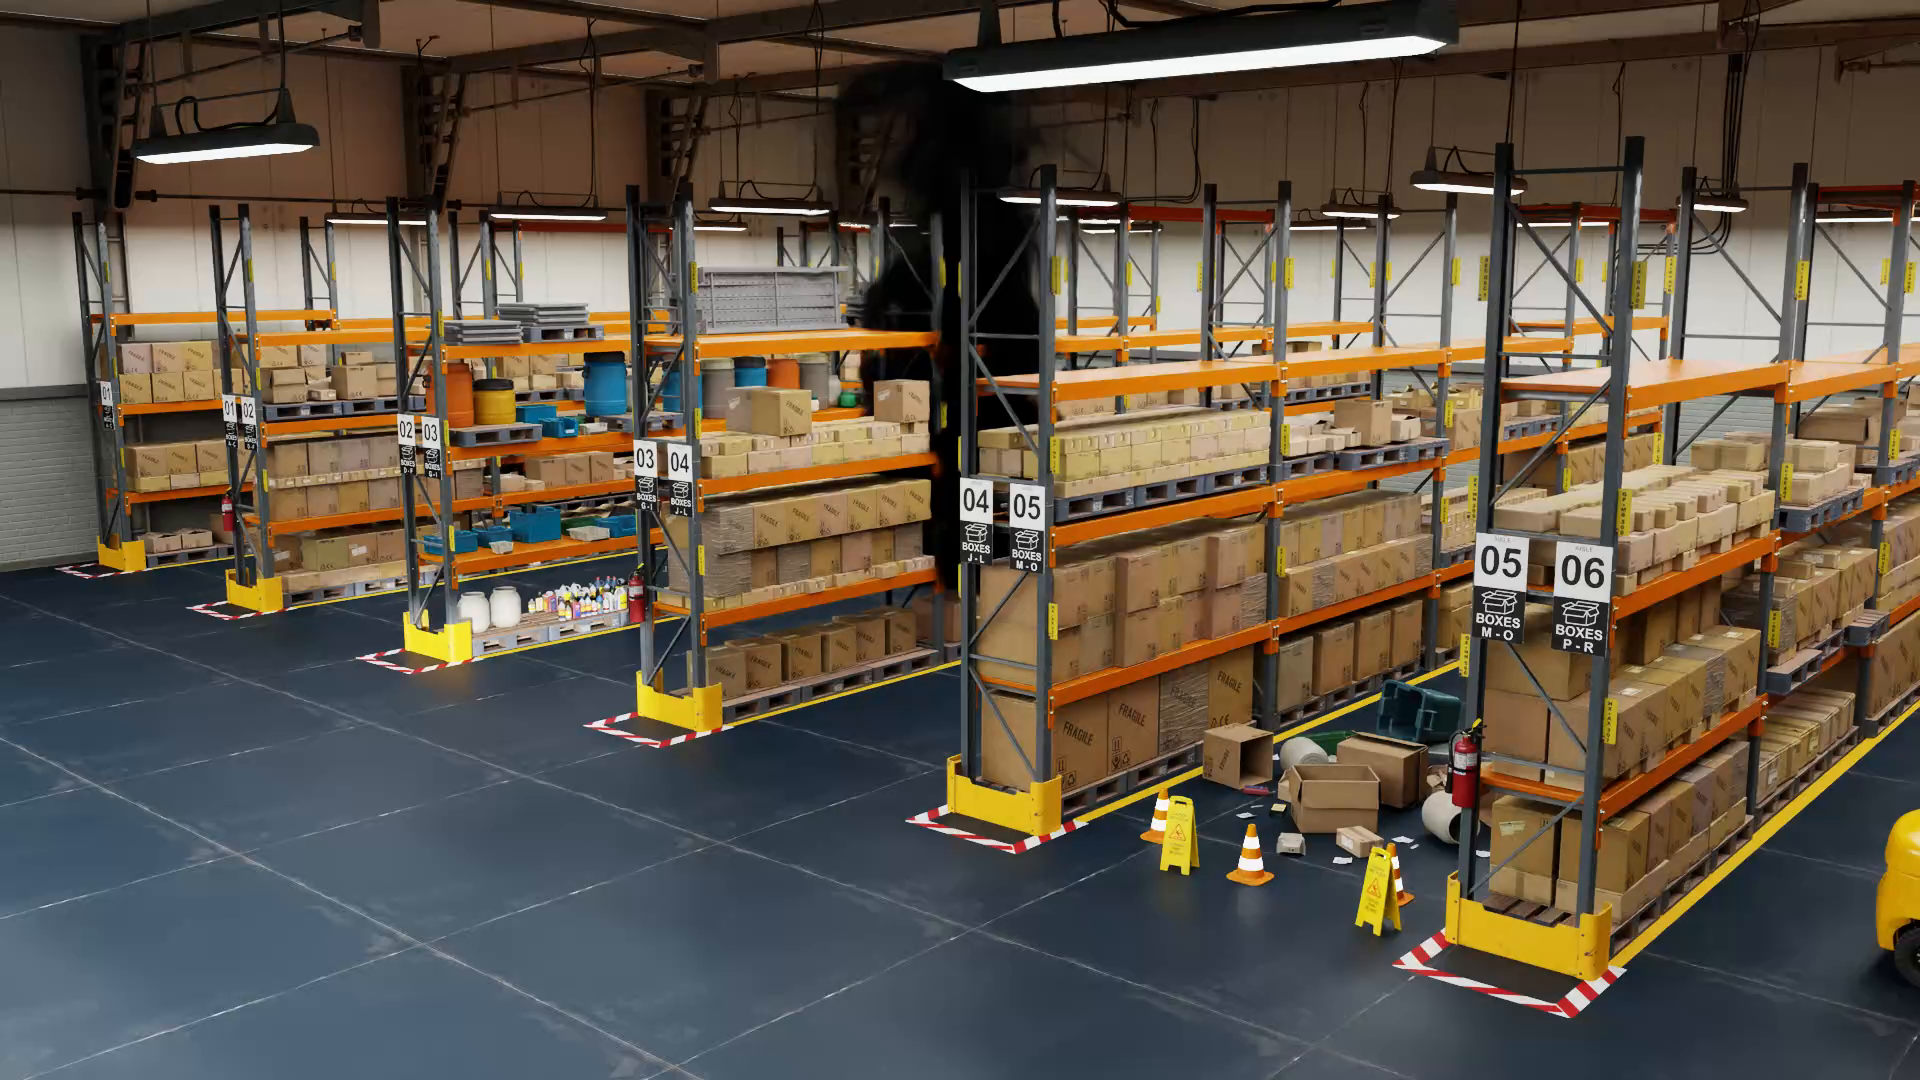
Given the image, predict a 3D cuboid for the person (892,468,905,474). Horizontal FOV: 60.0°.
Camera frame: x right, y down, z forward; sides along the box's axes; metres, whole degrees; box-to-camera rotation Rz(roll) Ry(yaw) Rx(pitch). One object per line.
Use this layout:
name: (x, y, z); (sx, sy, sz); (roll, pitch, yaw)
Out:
person: (-1.126, -1.084, 32.998); (0.530, 1.602, 0.664); (6, 11, 34)

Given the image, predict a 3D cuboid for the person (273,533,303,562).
person: (-11.137, -0.198, 27.251); (0.707, 1.726, 0.753); (6, 11, 34)

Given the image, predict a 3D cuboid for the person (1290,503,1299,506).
person: (4.510, 0.346, 22.382); (0.590, 1.699, 0.615); (8, 12, 40)

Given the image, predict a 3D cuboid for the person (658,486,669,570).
person: (-4.710, -0.463, 27.269); (0.645, 1.842, 0.770); (9, 13, 43)
